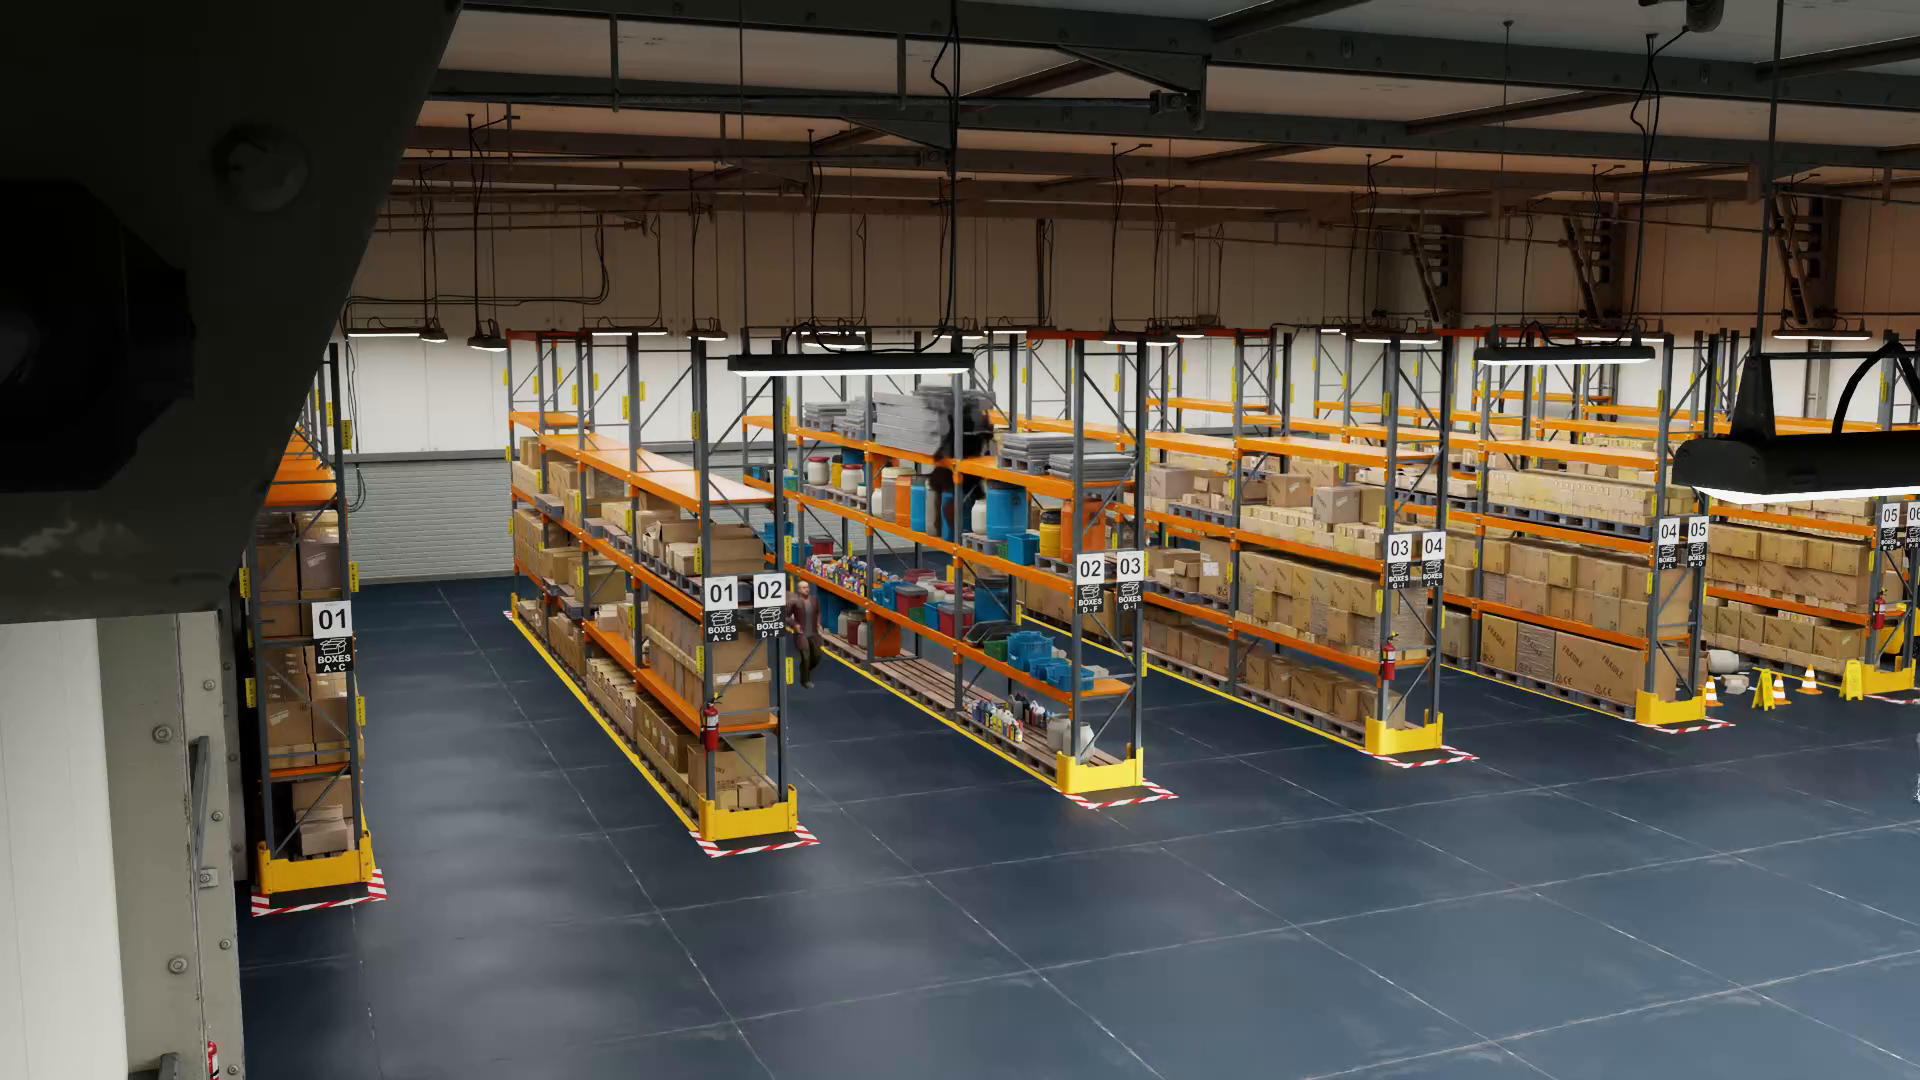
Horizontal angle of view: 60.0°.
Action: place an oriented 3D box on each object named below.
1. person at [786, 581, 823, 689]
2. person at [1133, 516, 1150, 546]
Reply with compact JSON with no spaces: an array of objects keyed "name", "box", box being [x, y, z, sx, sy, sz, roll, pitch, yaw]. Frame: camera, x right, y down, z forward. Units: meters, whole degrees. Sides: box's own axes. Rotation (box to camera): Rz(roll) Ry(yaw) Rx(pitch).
[{"name":"person","box":[-2.505,1.570,26.901,0.707,1.667,0.612,-5,9,-32]},{"name":"person","box":[4.080,0.267,38.069,0.679,1.786,0.885,-2,8,-16]}]
